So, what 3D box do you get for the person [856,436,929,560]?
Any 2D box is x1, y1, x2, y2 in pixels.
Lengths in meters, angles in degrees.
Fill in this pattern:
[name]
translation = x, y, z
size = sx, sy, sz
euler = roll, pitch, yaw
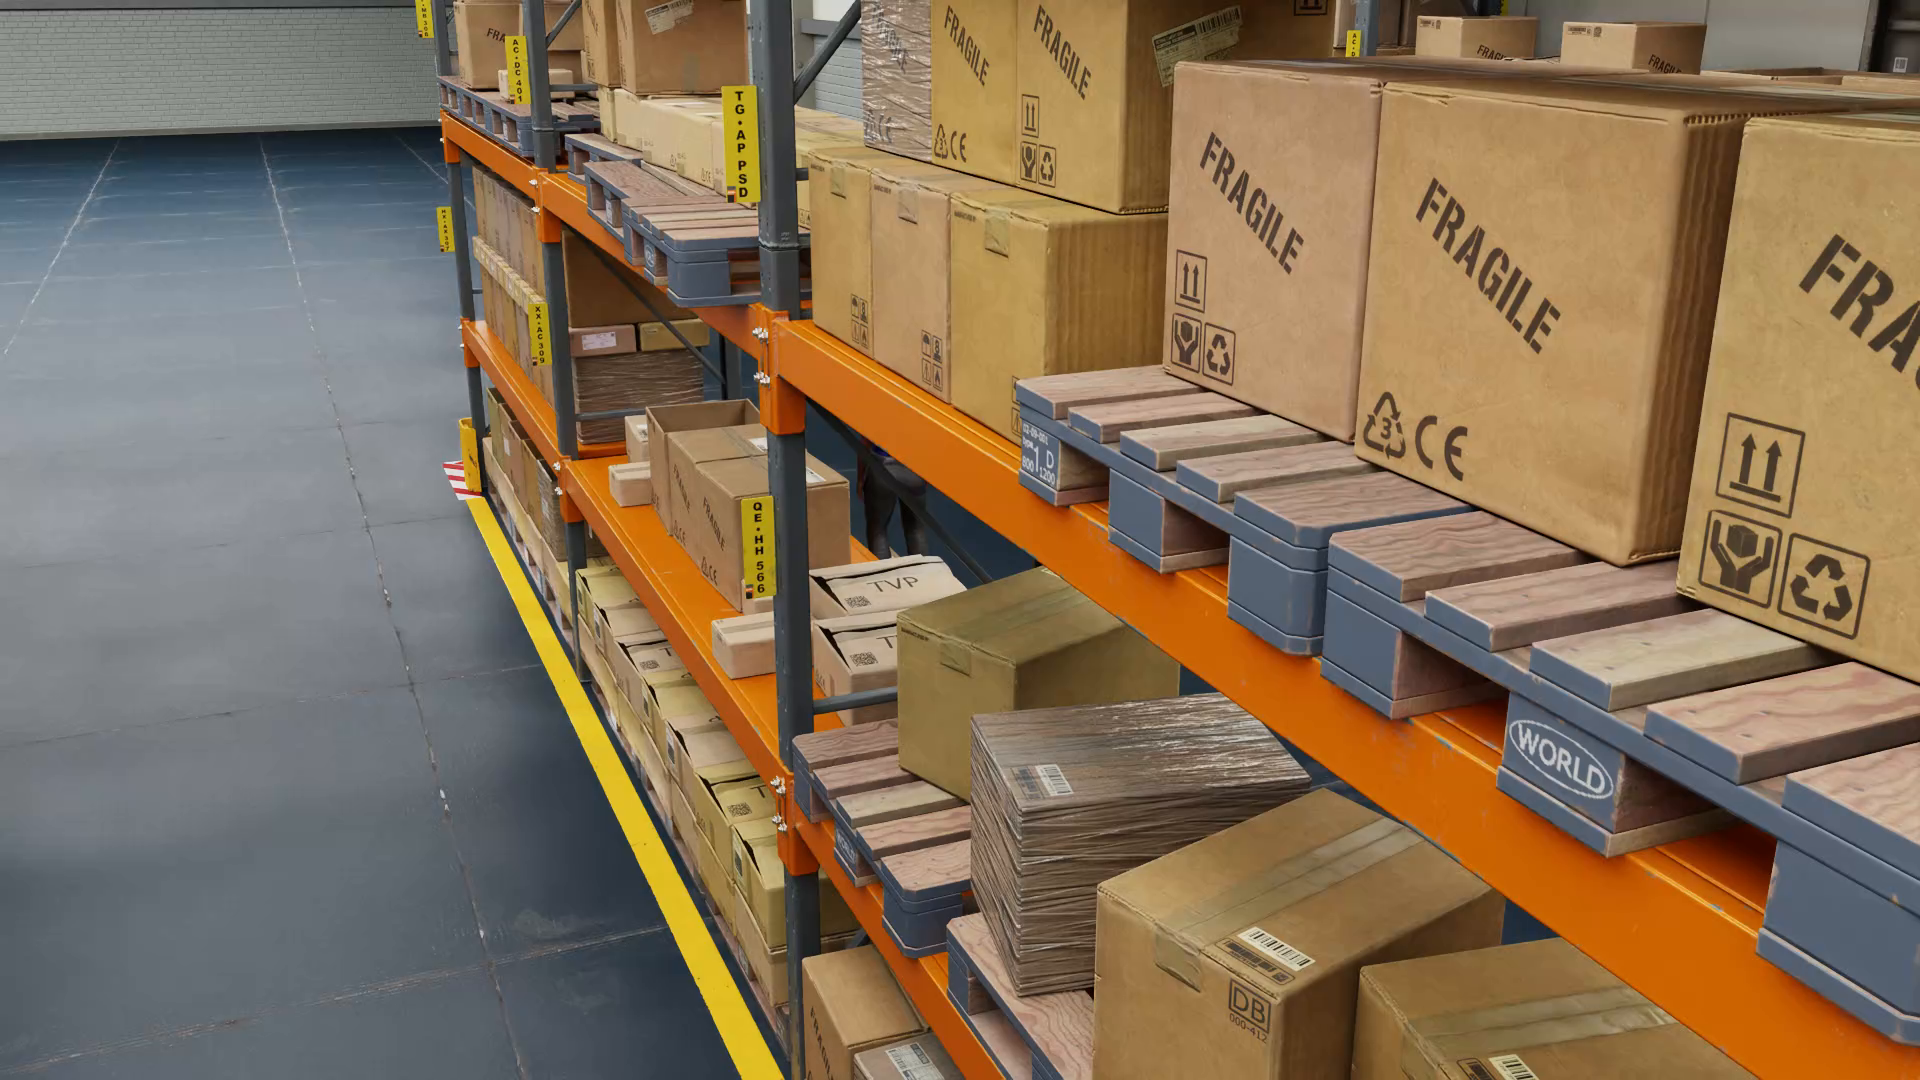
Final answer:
[person]
translation = -0.400, -0.389, 10.203
size = 0.506, 1.654, 0.350
euler = -8, 21, -23
